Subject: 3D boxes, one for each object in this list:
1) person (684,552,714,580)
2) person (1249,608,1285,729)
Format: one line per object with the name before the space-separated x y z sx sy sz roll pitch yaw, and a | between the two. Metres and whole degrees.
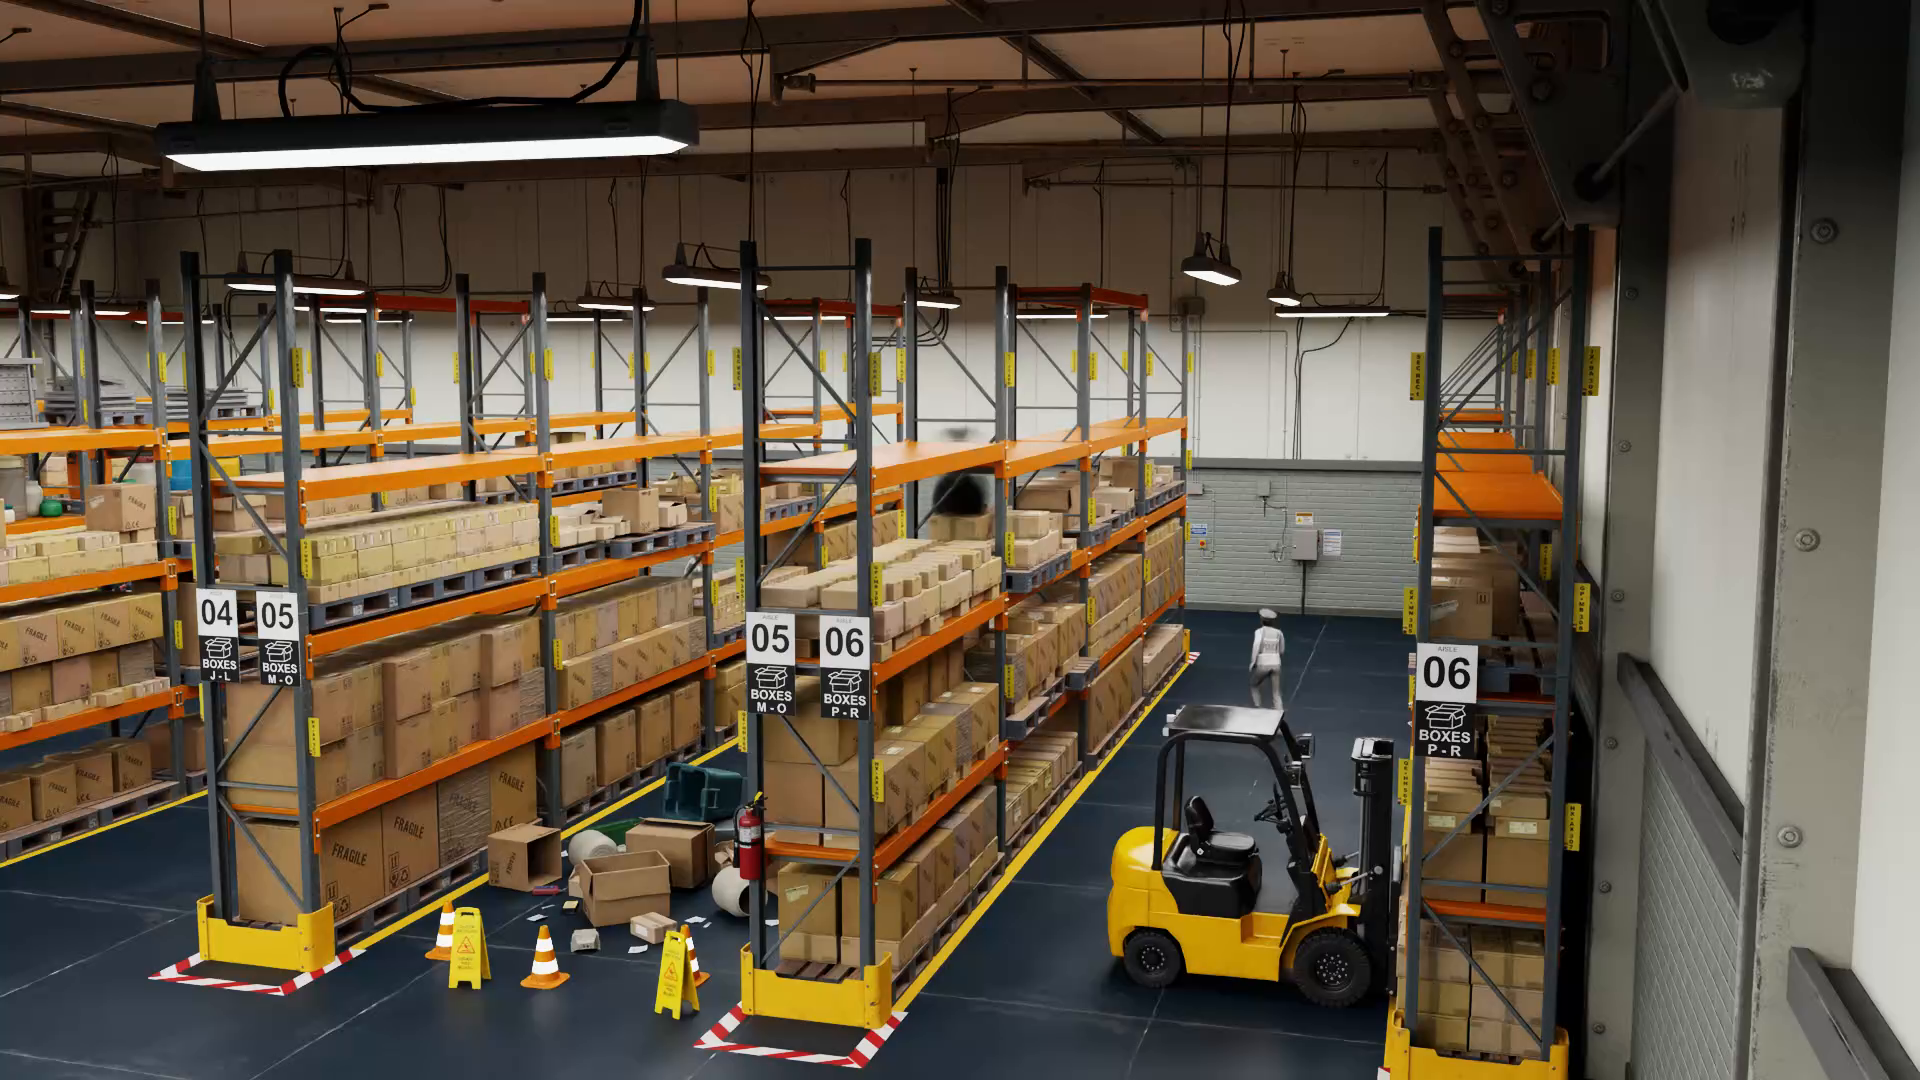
person | -4.893 0.898 31.217 0.544 1.571 0.793 -1 7 -11
person | 4.249 1.796 22.943 0.581 1.653 0.936 -1 6 -8
